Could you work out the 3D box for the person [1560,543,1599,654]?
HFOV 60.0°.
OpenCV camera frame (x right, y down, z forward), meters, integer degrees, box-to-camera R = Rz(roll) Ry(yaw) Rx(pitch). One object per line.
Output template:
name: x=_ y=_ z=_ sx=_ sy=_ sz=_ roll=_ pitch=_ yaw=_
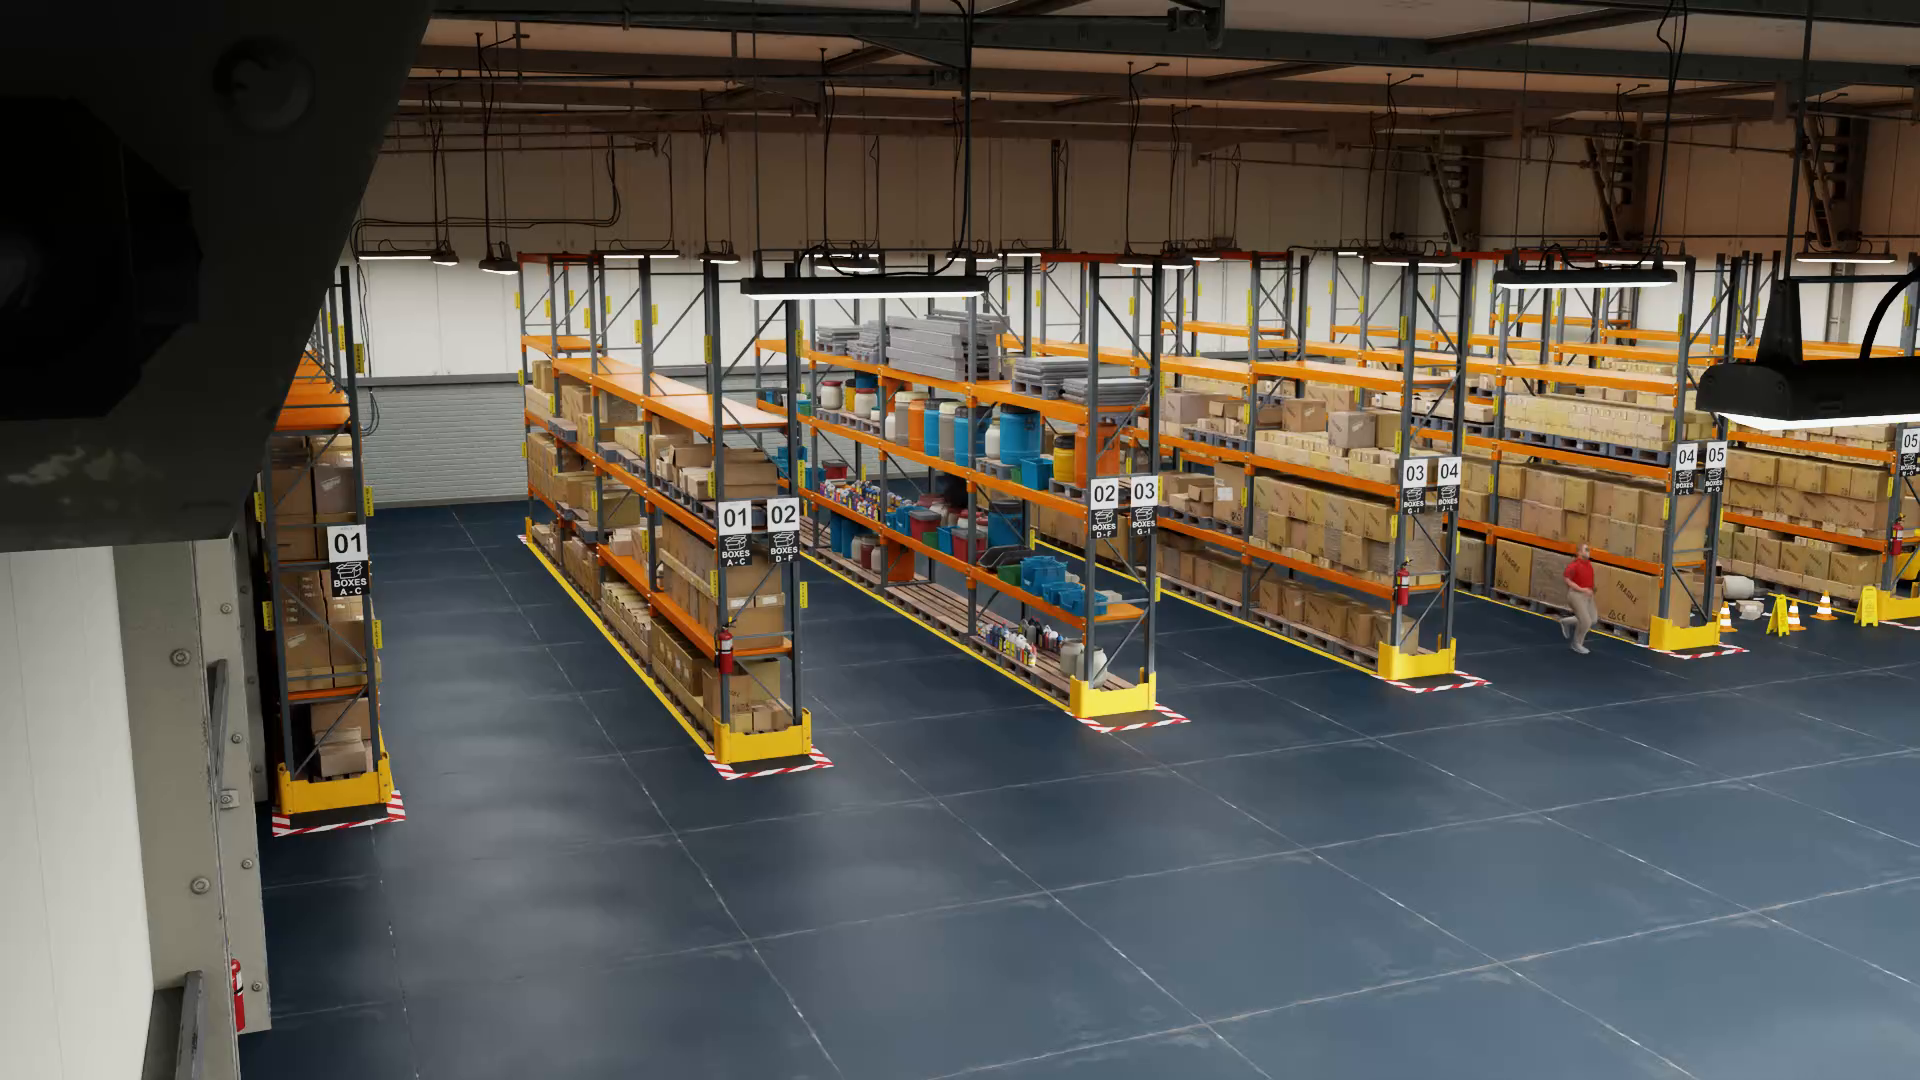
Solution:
person: x=9.528 y=0.883 z=25.608 sx=0.568 sy=1.694 sz=0.700 roll=10 pitch=14 yaw=44
